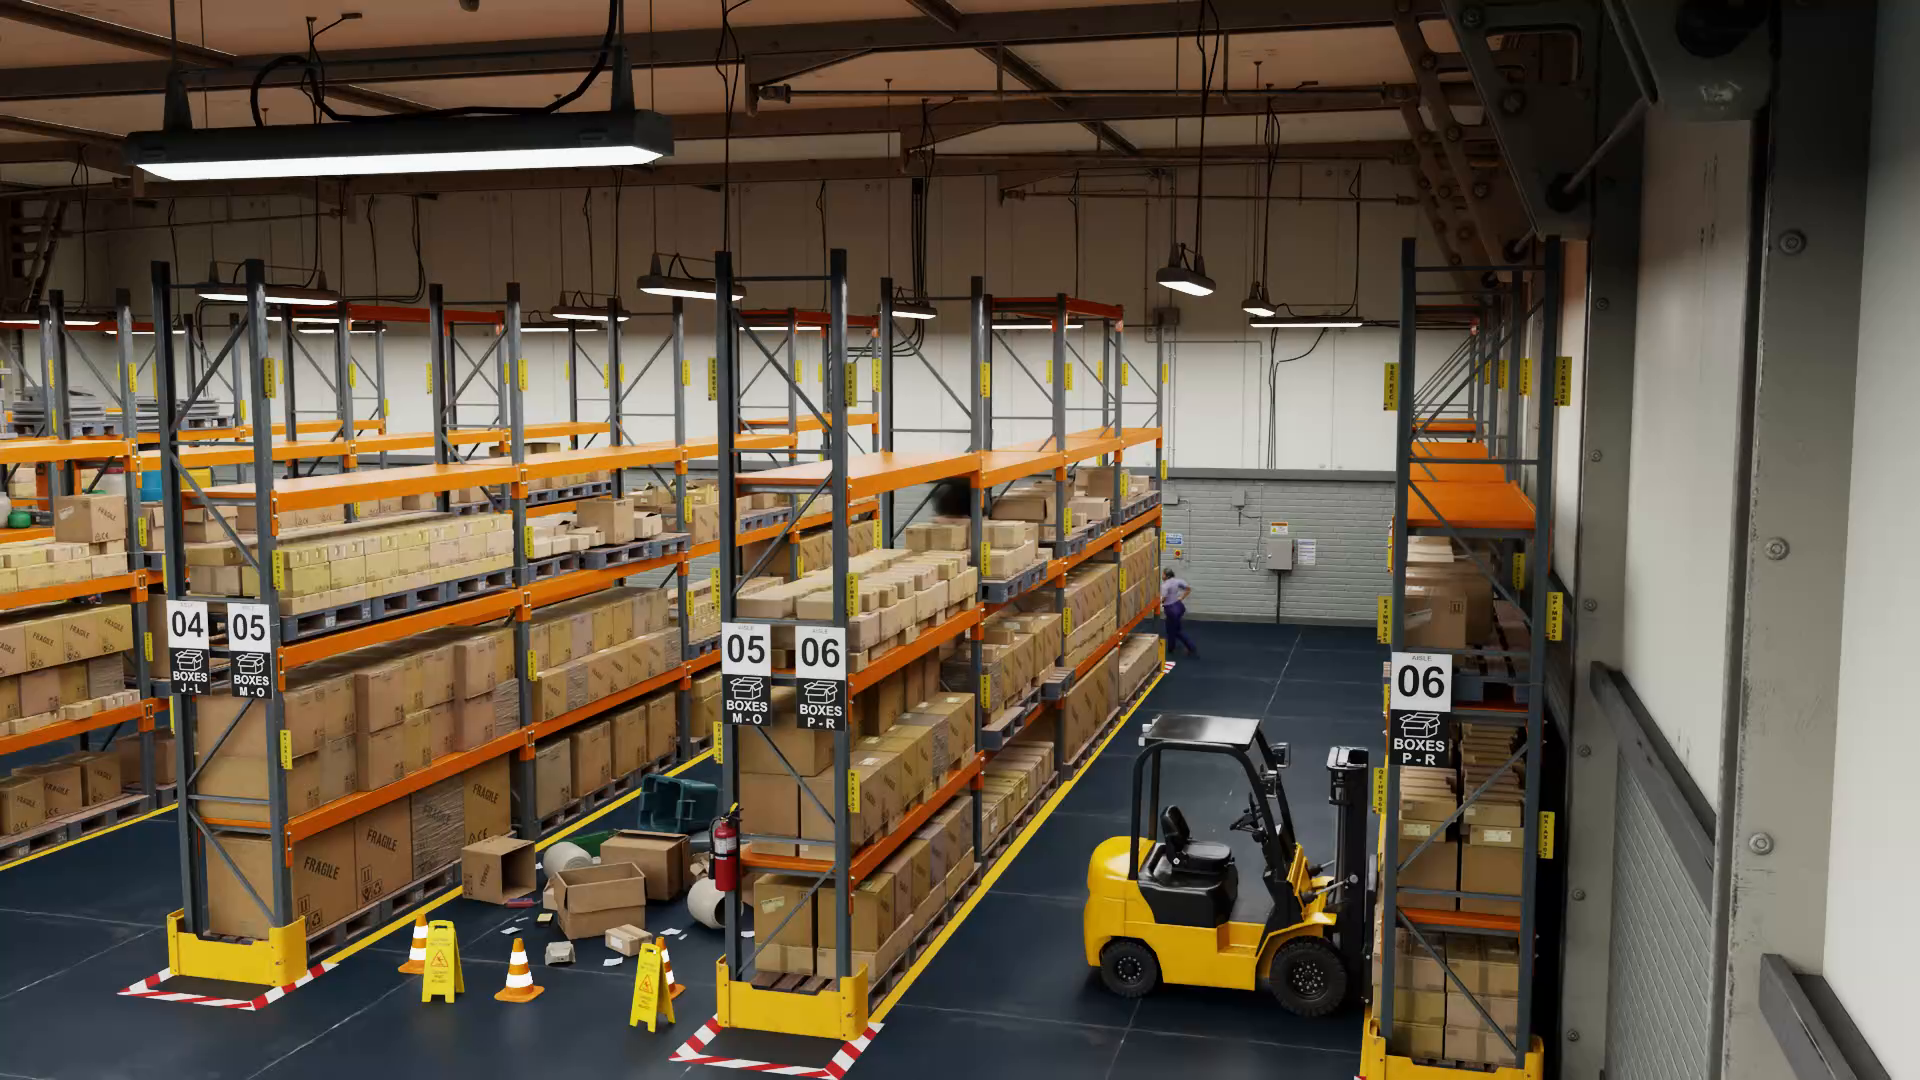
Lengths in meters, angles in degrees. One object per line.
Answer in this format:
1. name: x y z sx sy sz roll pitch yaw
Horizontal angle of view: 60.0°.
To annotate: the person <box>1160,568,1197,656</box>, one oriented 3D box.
1. person: 3.808 1.283 29.290 0.741 1.625 0.771 4 7 31
